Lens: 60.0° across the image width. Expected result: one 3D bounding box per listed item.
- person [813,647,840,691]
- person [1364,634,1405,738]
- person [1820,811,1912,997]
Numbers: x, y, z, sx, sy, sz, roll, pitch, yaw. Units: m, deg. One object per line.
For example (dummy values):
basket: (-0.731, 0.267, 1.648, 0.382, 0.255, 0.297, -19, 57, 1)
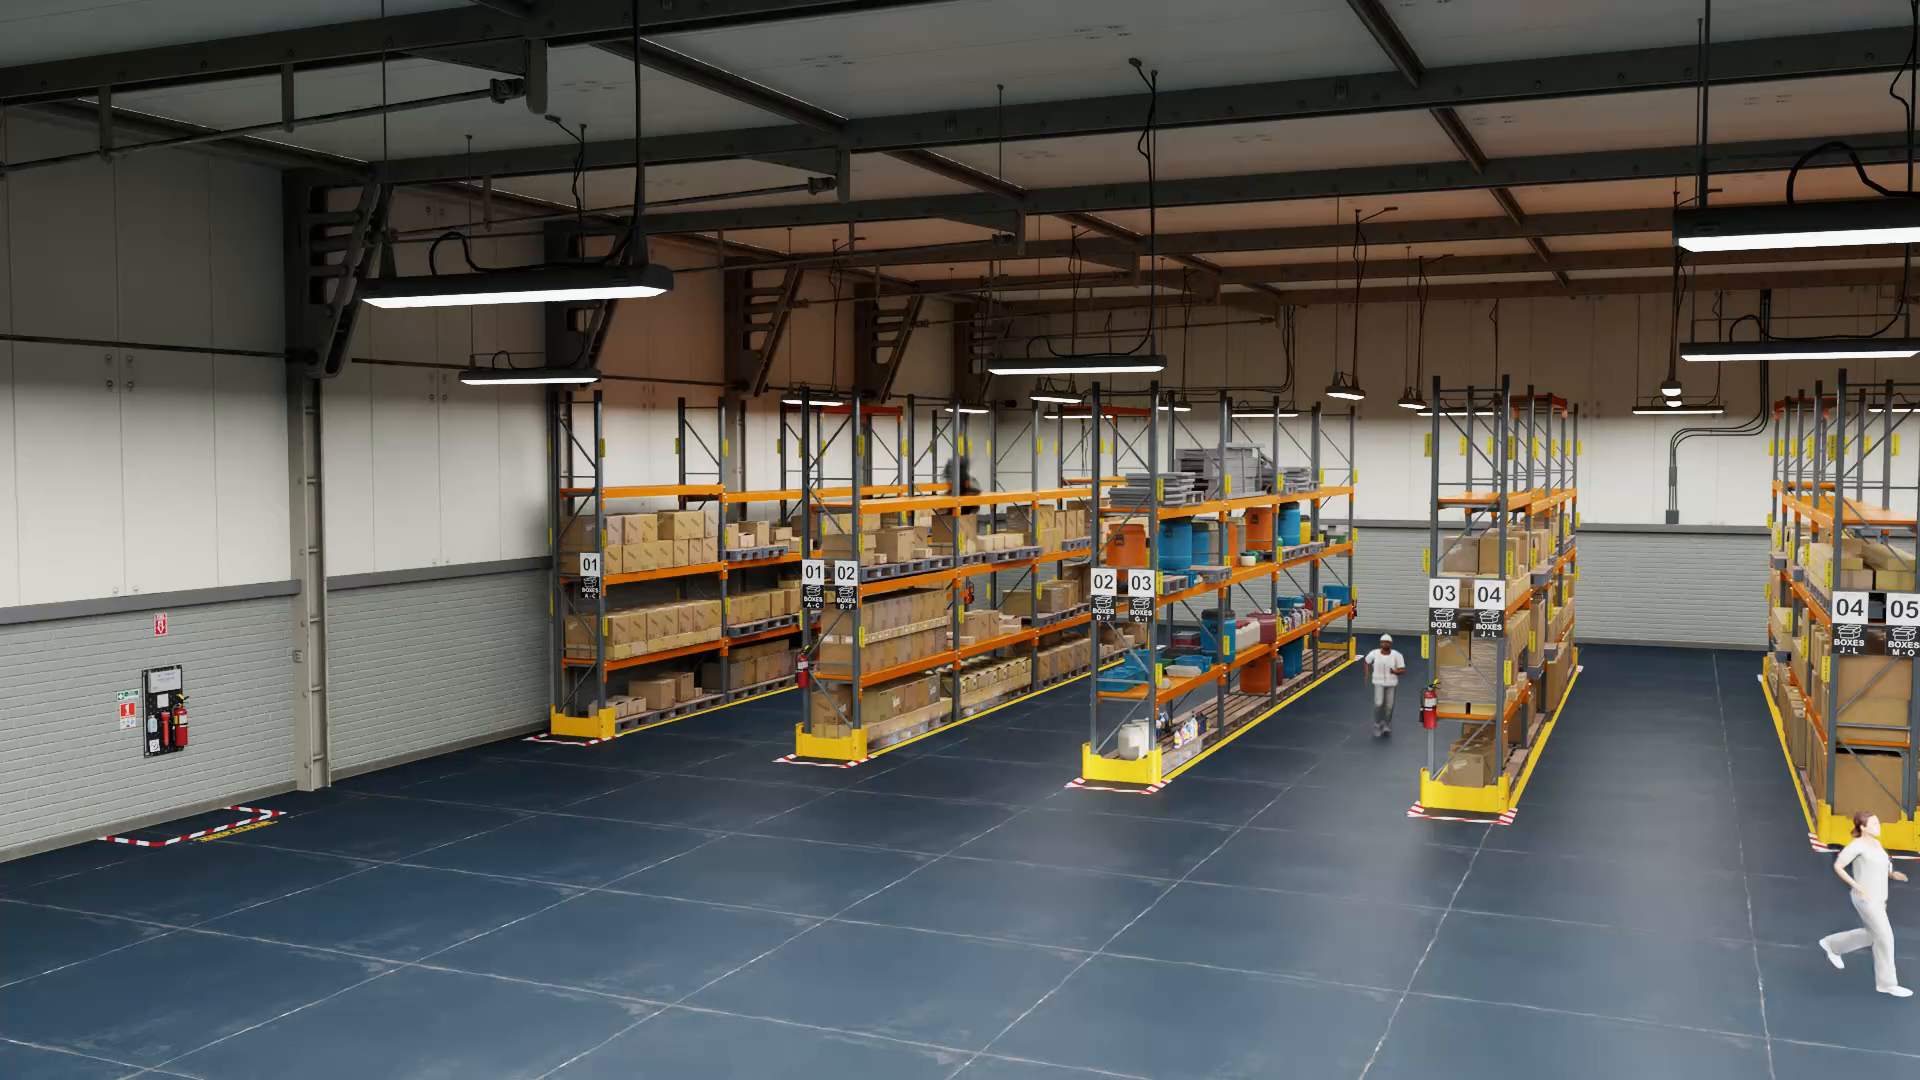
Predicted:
person: (-2.348, 2.513, 29.977, 0.664, 1.684, 0.602, 1, 3, 14)
person: (7.361, 2.532, 28.836, 0.671, 1.801, 0.728, 1, 3, 10)
person: (8.401, 3.322, 15.383, 0.577, 1.642, 0.830, -2, 4, -35)
